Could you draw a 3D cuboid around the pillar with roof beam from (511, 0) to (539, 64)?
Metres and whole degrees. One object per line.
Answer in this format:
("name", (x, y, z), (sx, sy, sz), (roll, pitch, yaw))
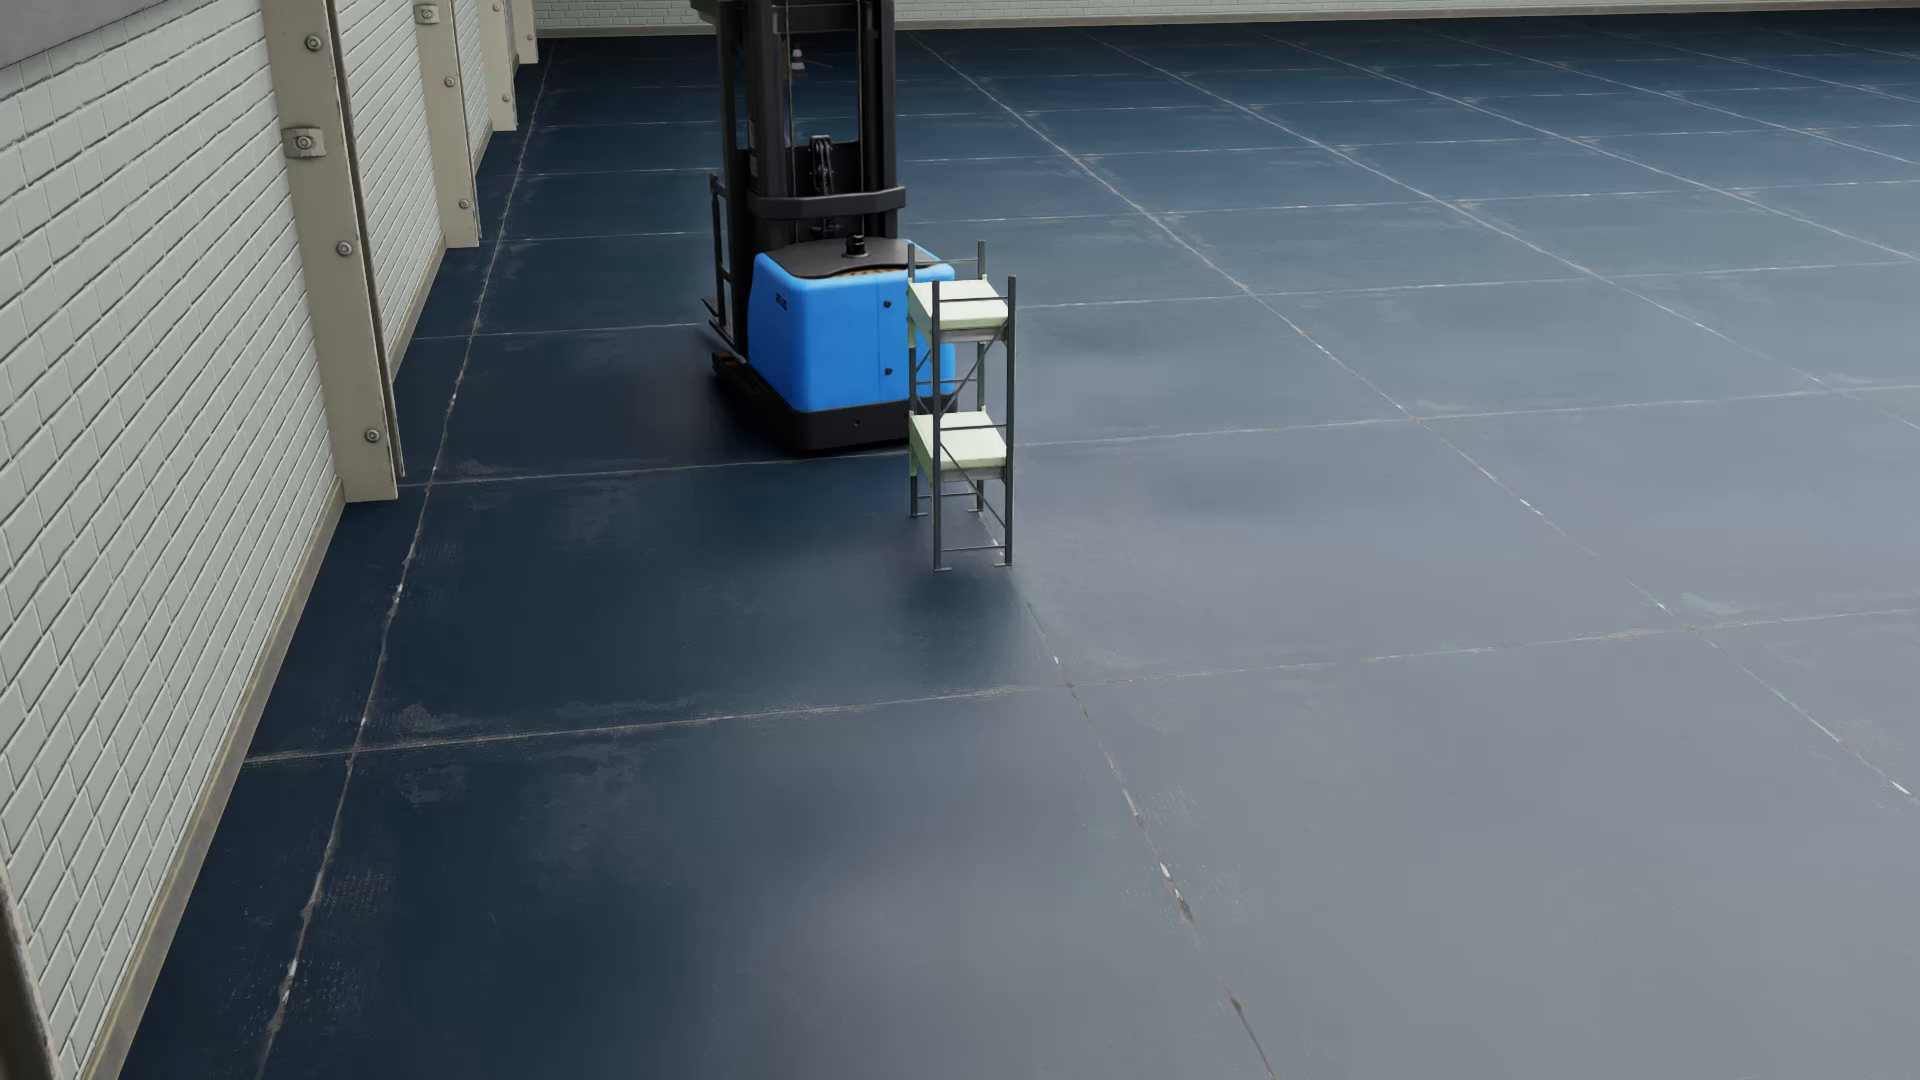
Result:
("pillar with roof beam", (-2.427, -11.817, 24.564), (9.100, 9.000, 0.400), (-4, 24, -10))

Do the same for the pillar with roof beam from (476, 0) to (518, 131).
("pillar with roof beam", (-1.318, -9.457, 19.160), (9.100, 9.000, 0.400), (-4, 24, -10))

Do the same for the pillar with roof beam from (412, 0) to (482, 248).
("pillar with roof beam", (-0.208, -7.097, 13.757), (9.100, 9.000, 0.400), (-4, 24, -10))

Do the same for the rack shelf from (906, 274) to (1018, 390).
("rack shelf", (-0.001, -1.048, 8.300), (0.431, 0.370, 0.720), (-4, 24, -10))

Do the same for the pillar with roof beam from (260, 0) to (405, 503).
("pillar with roof beam", (0.901, -4.737, 8.353), (9.100, 9.000, 0.400), (-4, 24, -10))

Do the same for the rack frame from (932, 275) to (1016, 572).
("rack frame", (0.066, -0.546, 8.126), (0.400, 1.500, 0.023), (-4, 24, -10))

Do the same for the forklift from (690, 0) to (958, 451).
("forklift", (-1.033, -2.430, 10.652), (1.130, 2.935, 3.031), (-9, 25, -20))

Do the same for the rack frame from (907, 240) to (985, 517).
("rack frame", (-0.069, -0.834, 8.785), (0.400, 1.500, 0.023), (-4, 24, -10))

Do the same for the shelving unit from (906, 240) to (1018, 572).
("shelving unit", (-0.001, -0.690, 8.456), (0.431, 1.500, 0.755), (-4, 24, -10))

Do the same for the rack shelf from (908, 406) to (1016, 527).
("rack shelf", (-0.001, -0.391, 8.586), (0.431, 0.370, 0.720), (-4, 24, -10))
